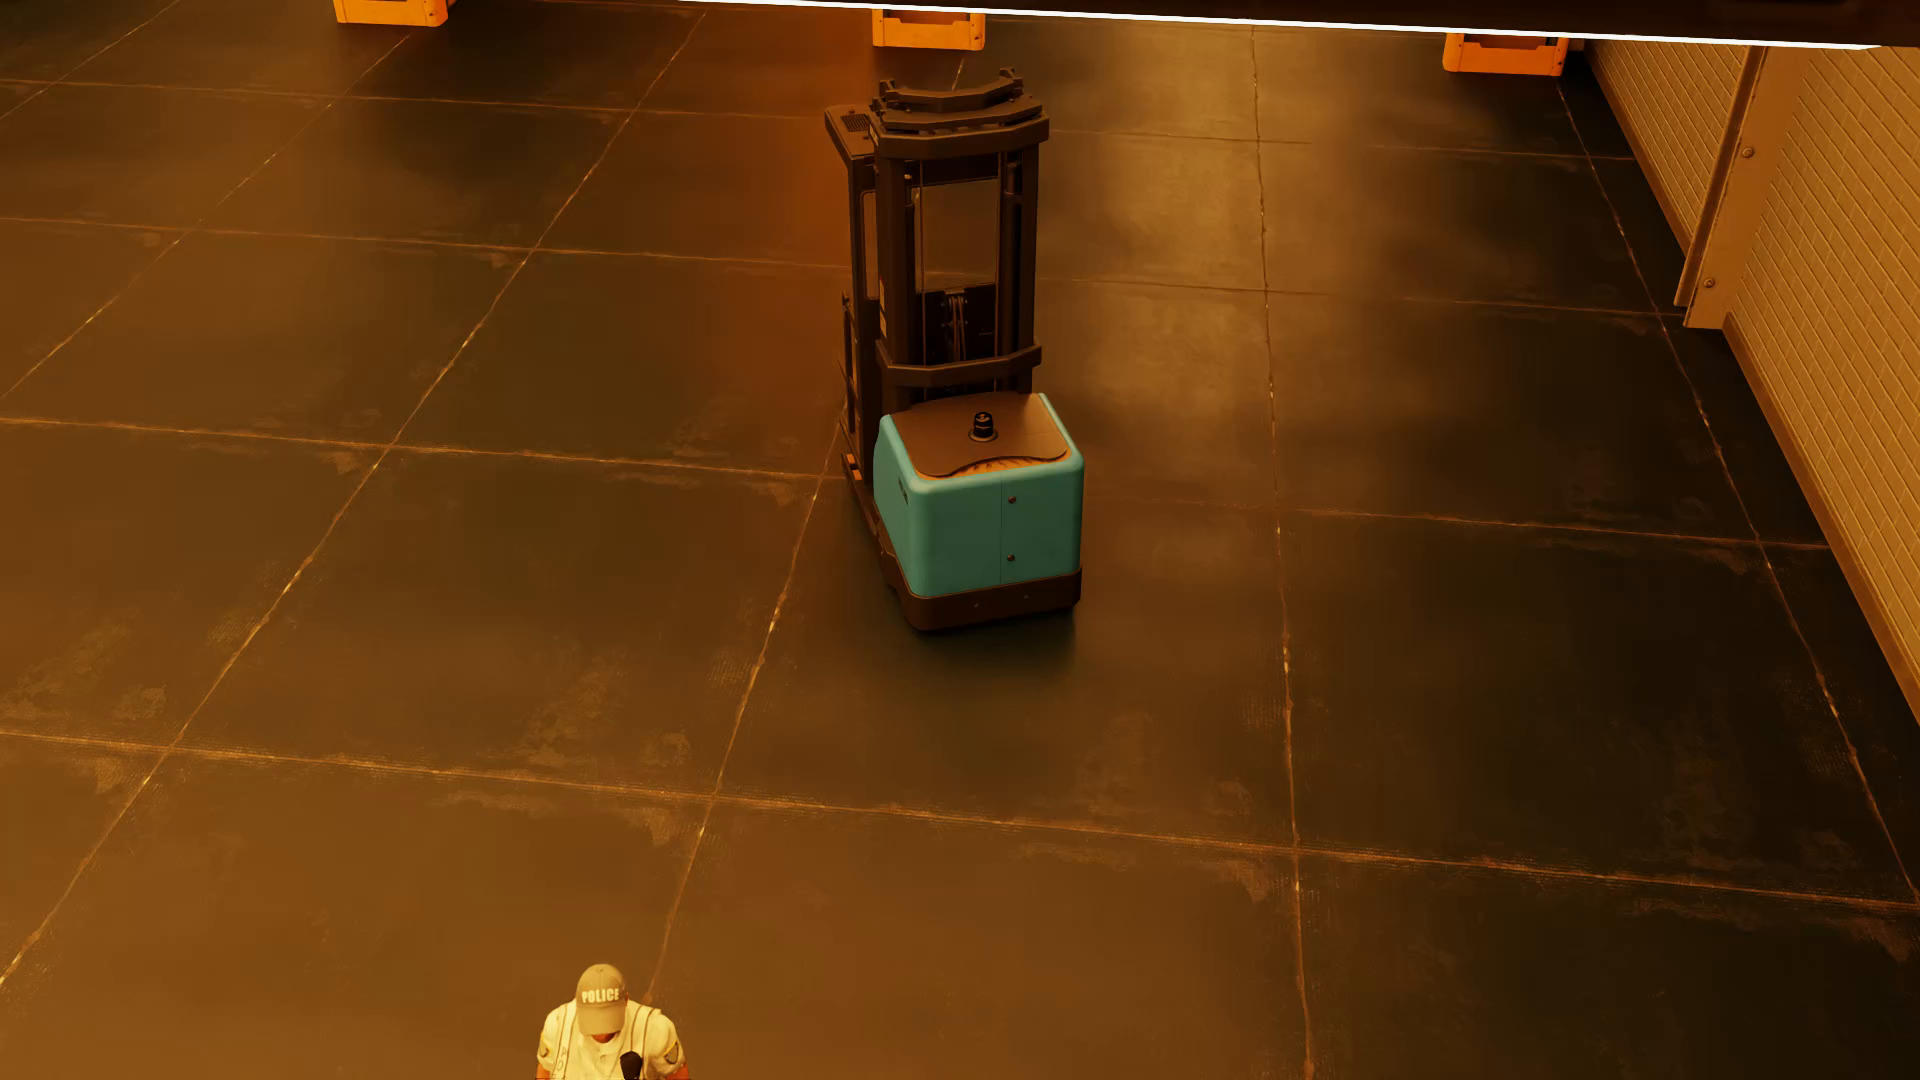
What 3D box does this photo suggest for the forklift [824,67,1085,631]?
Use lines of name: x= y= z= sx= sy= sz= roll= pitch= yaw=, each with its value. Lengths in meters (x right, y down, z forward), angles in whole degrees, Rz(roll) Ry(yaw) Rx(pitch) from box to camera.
forklift: x=-0.159 y=-1.528 z=10.103 sx=1.130 sy=2.935 sz=3.031 roll=-9 pitch=37 yaw=-12

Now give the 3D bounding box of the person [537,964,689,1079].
person: x=-1.269 y=2.209 z=6.118 sx=0.558 sy=1.688 sz=0.450 roll=1 pitch=36 yaw=1
